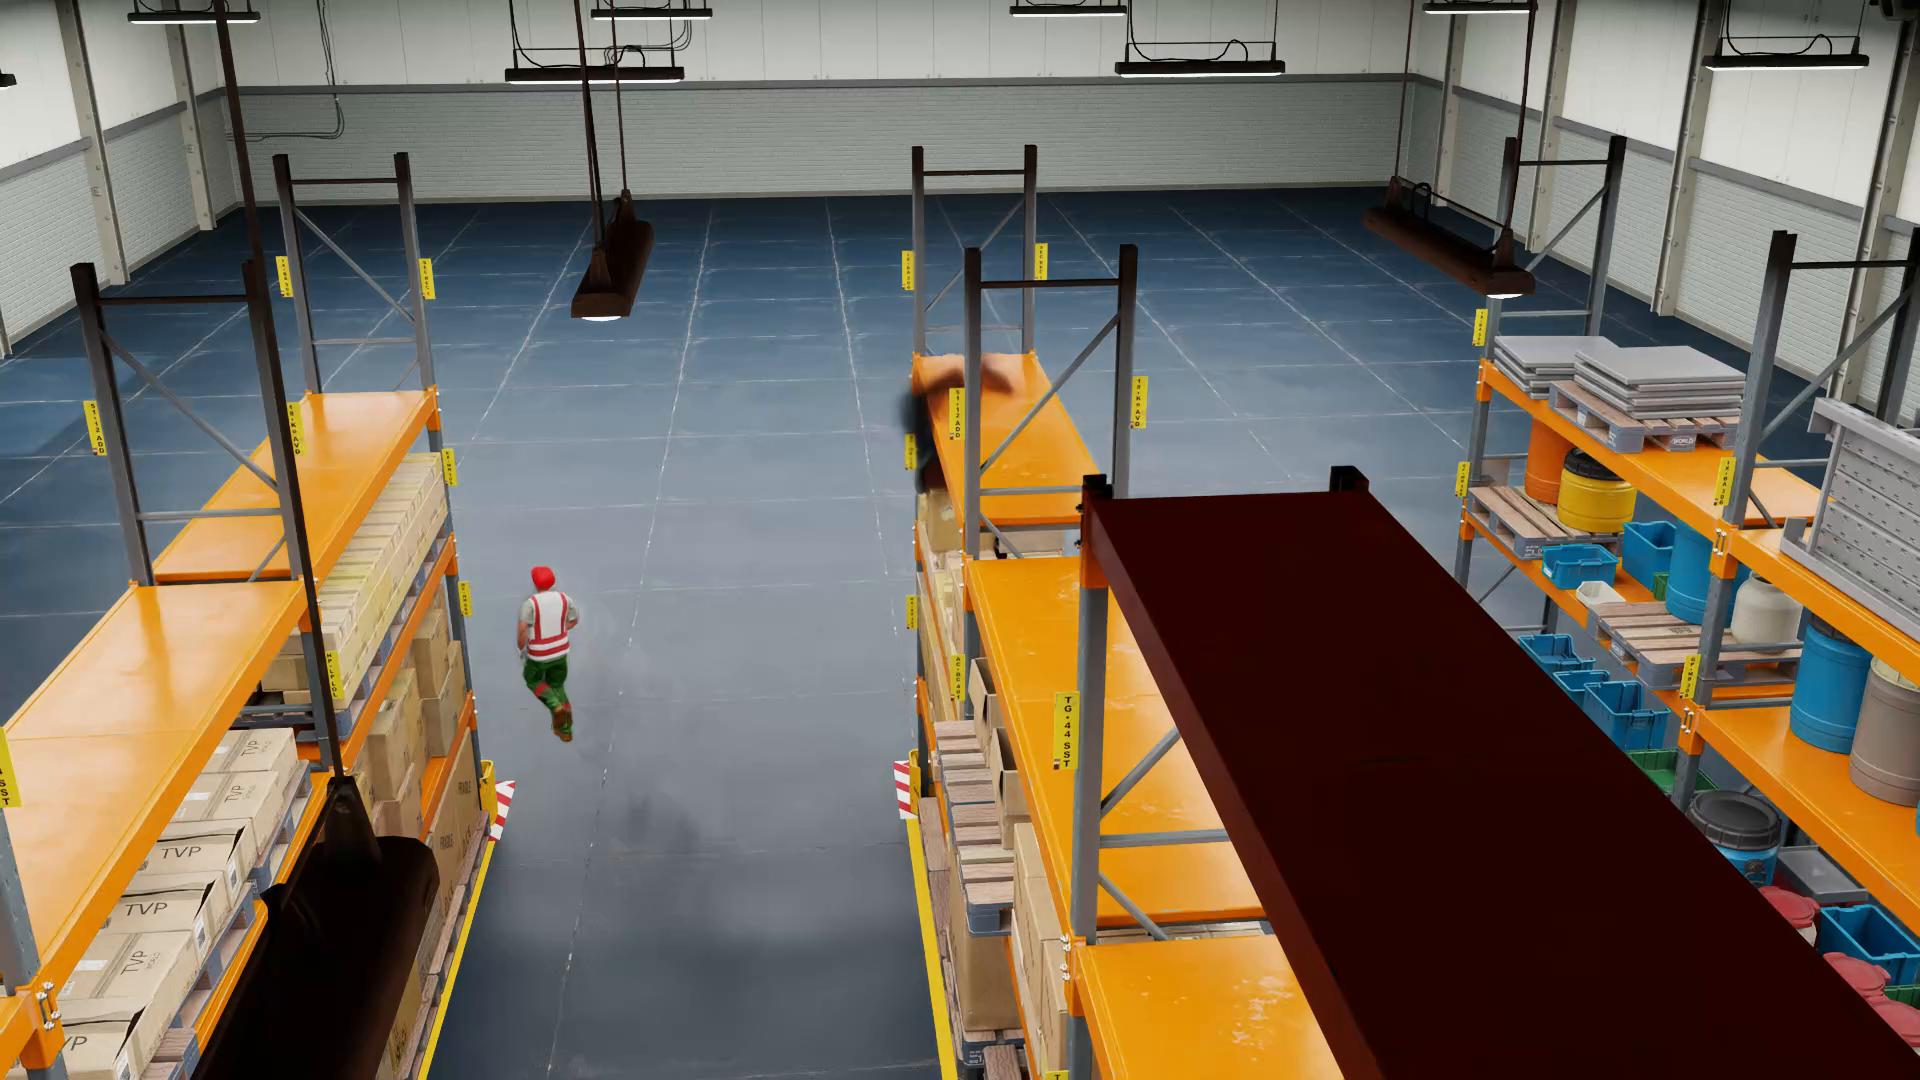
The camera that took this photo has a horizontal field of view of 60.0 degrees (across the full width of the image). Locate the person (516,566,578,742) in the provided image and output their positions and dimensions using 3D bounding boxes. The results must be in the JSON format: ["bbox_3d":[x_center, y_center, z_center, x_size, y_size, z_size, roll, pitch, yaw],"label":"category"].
[{"bbox_3d":[-3.956,1.063,15.868,0.685,1.743,0.659,-16,27,-35],"label":"person"}]

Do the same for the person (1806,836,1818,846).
[{"bbox_3d":[6.803,2.466,13.021,0.637,1.824,0.890,-4,22,-10],"label":"person"}]
